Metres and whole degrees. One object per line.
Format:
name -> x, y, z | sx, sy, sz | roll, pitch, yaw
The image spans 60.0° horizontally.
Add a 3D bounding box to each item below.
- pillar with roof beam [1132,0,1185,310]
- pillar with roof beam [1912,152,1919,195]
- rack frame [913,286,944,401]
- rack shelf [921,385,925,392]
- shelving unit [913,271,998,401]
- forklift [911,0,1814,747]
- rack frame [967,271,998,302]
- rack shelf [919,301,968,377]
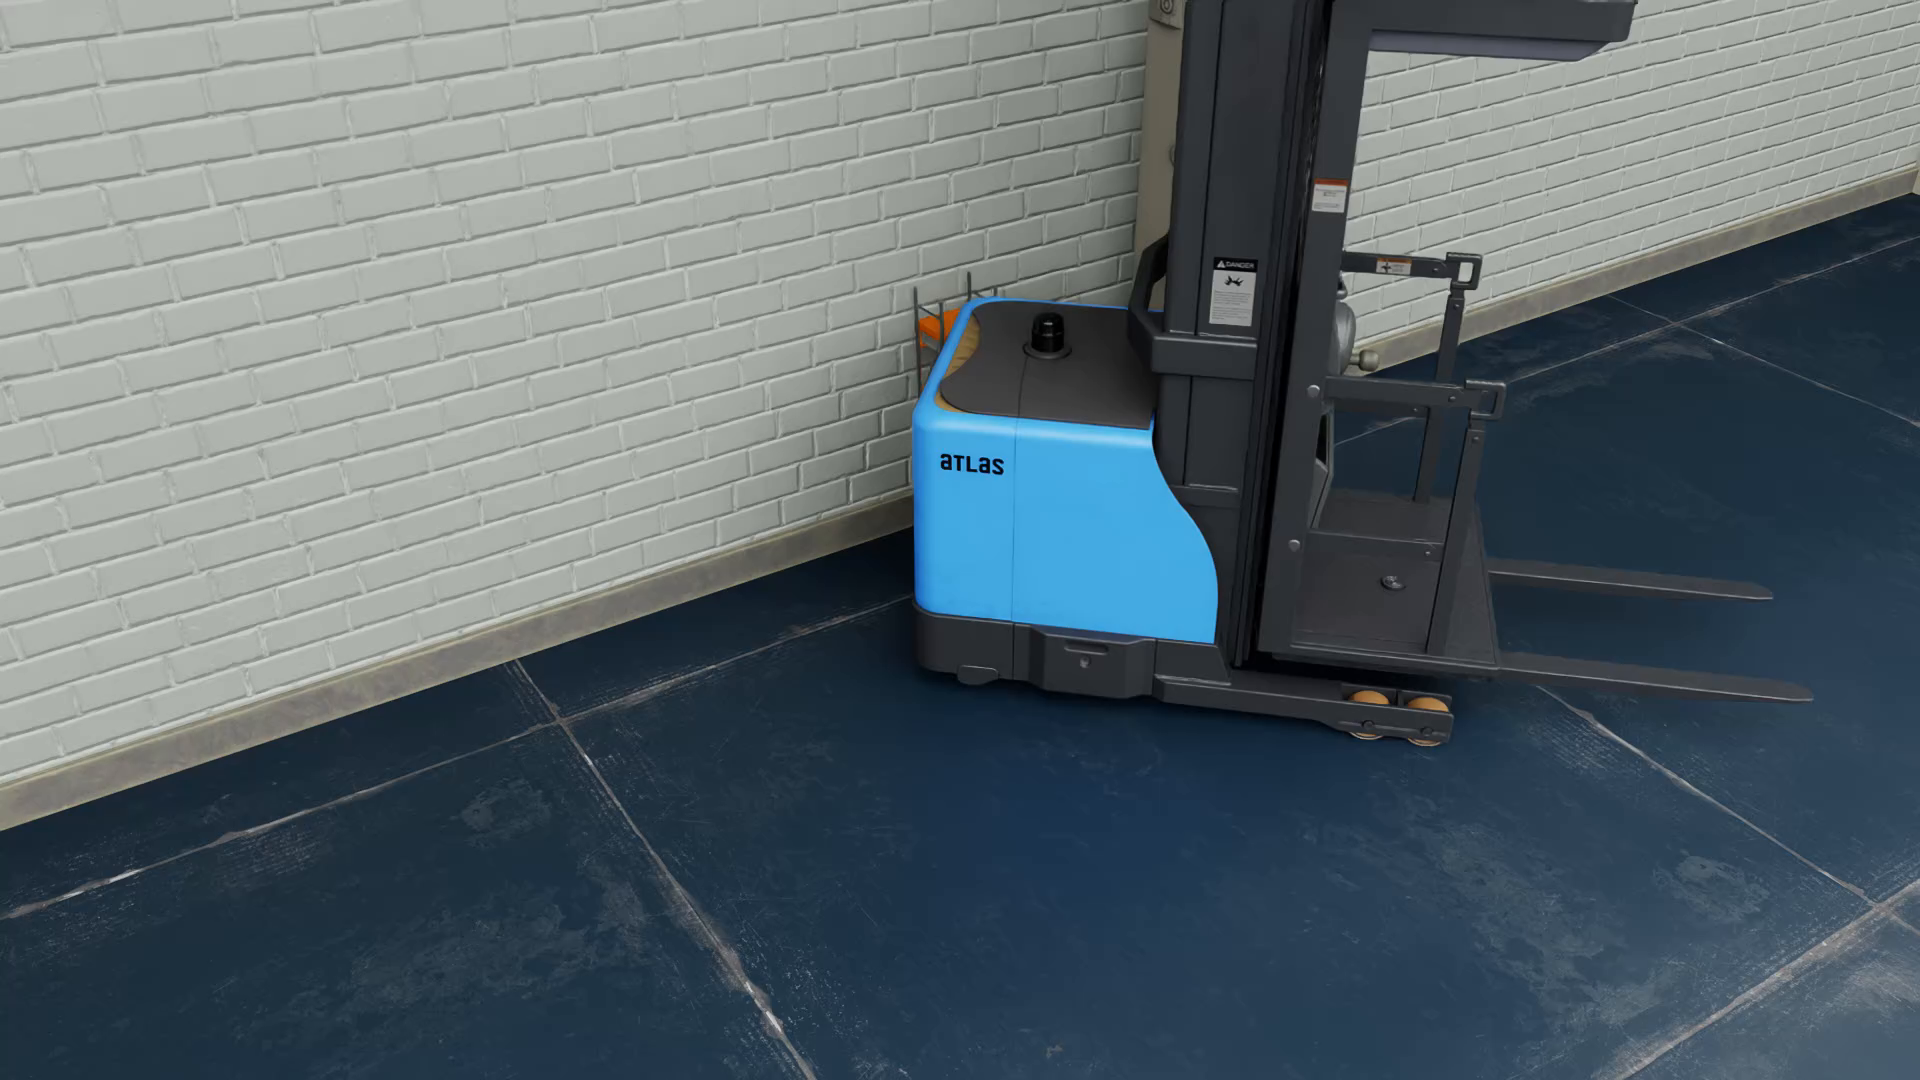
pillar with roof beam -> 3.299, -2.257, 1.894 | 0.400, 9.000, 9.100 | -19, 37, -27
pillar with roof beam -> 8.342, -3.992, 4.643 | 0.400, 9.000, 9.100 | -19, 37, -27
rack frame -> -0.106, -0.470, 6.495 | 0.008, 1.050, 0.200 | -20, 35, -27
rack shelf -> -0.003, -0.498, 6.556 | 0.240, 0.259, 0.215 | -20, 35, -27
shelving unit -> -0.004, -0.507, 6.551 | 0.252, 1.050, 0.215 | -20, 35, -27
forklift -> 1.397, -0.848, 5.347 | 3.031, 2.935, 1.130 | 6, 33, 9
rack frame -> 0.099, -0.543, 6.606 | 0.008, 1.050, 0.200 | -20, 35, -27
rack shelf -> -0.011, -0.740, 6.410 | 0.240, 0.259, 0.215 | -20, 35, -27
